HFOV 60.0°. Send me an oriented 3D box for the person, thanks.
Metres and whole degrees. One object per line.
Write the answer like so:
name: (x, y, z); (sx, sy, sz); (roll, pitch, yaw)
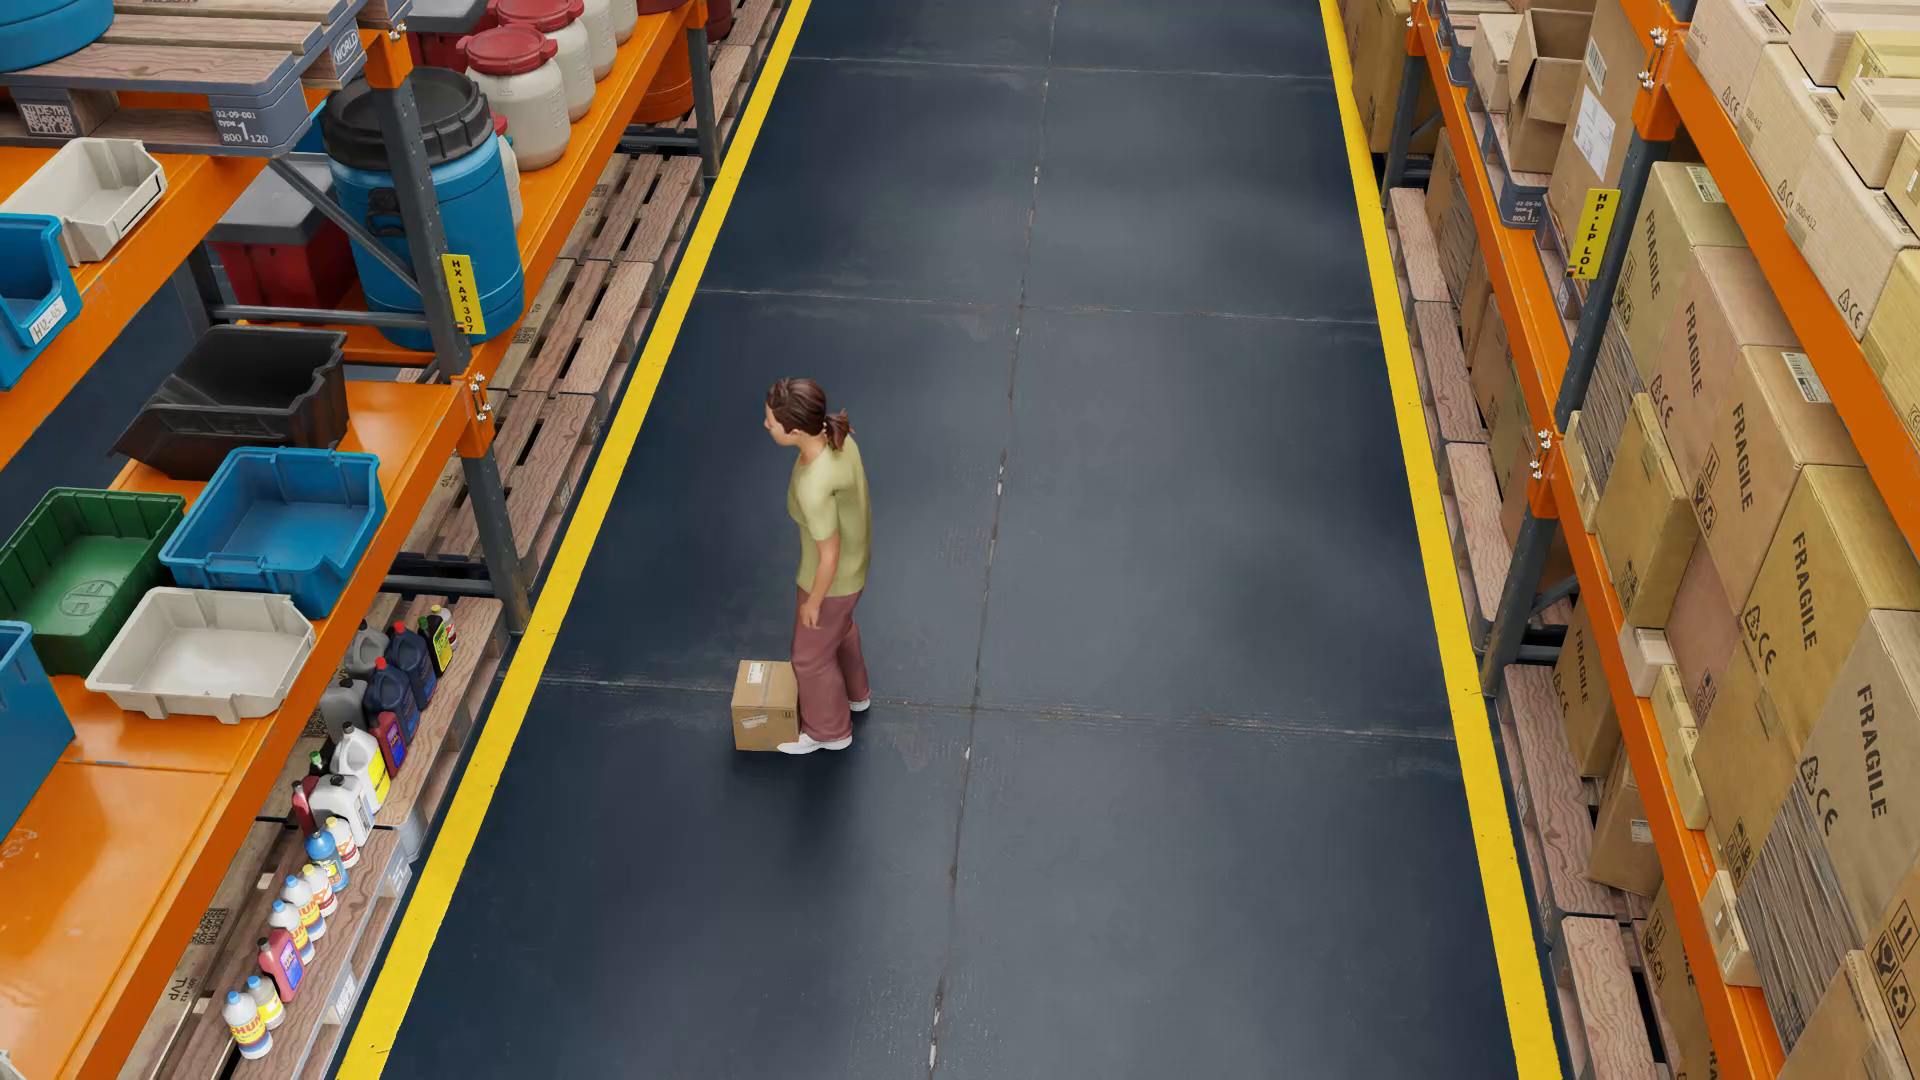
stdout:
person: (-0.518, 0.108, 6.030); (0.405, 1.673, 0.499); (3, 40, 4)
